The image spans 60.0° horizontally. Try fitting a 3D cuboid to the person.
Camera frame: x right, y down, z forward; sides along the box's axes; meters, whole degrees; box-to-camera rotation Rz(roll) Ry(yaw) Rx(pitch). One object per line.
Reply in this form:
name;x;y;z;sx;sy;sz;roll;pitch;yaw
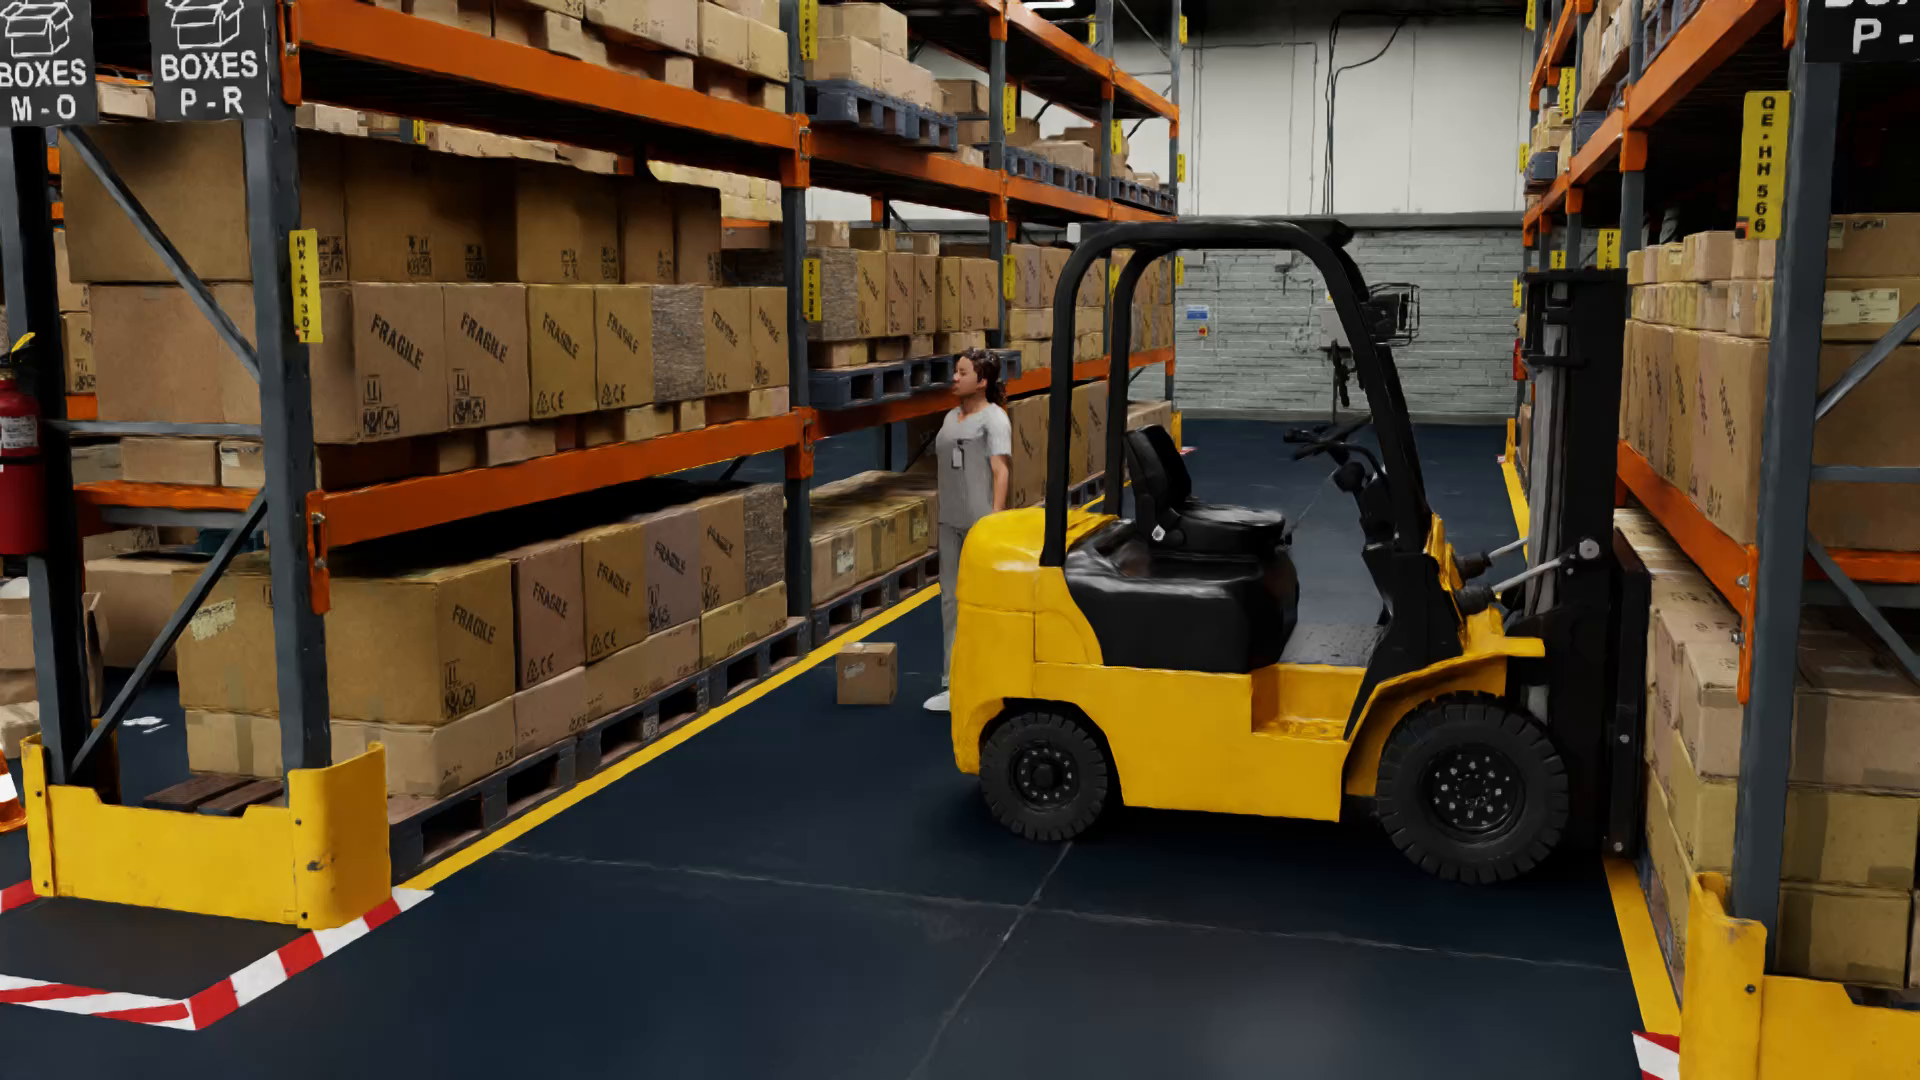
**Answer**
person;0.068;-0.061;7.739;0.525;1.668;0.629;7;11;41
